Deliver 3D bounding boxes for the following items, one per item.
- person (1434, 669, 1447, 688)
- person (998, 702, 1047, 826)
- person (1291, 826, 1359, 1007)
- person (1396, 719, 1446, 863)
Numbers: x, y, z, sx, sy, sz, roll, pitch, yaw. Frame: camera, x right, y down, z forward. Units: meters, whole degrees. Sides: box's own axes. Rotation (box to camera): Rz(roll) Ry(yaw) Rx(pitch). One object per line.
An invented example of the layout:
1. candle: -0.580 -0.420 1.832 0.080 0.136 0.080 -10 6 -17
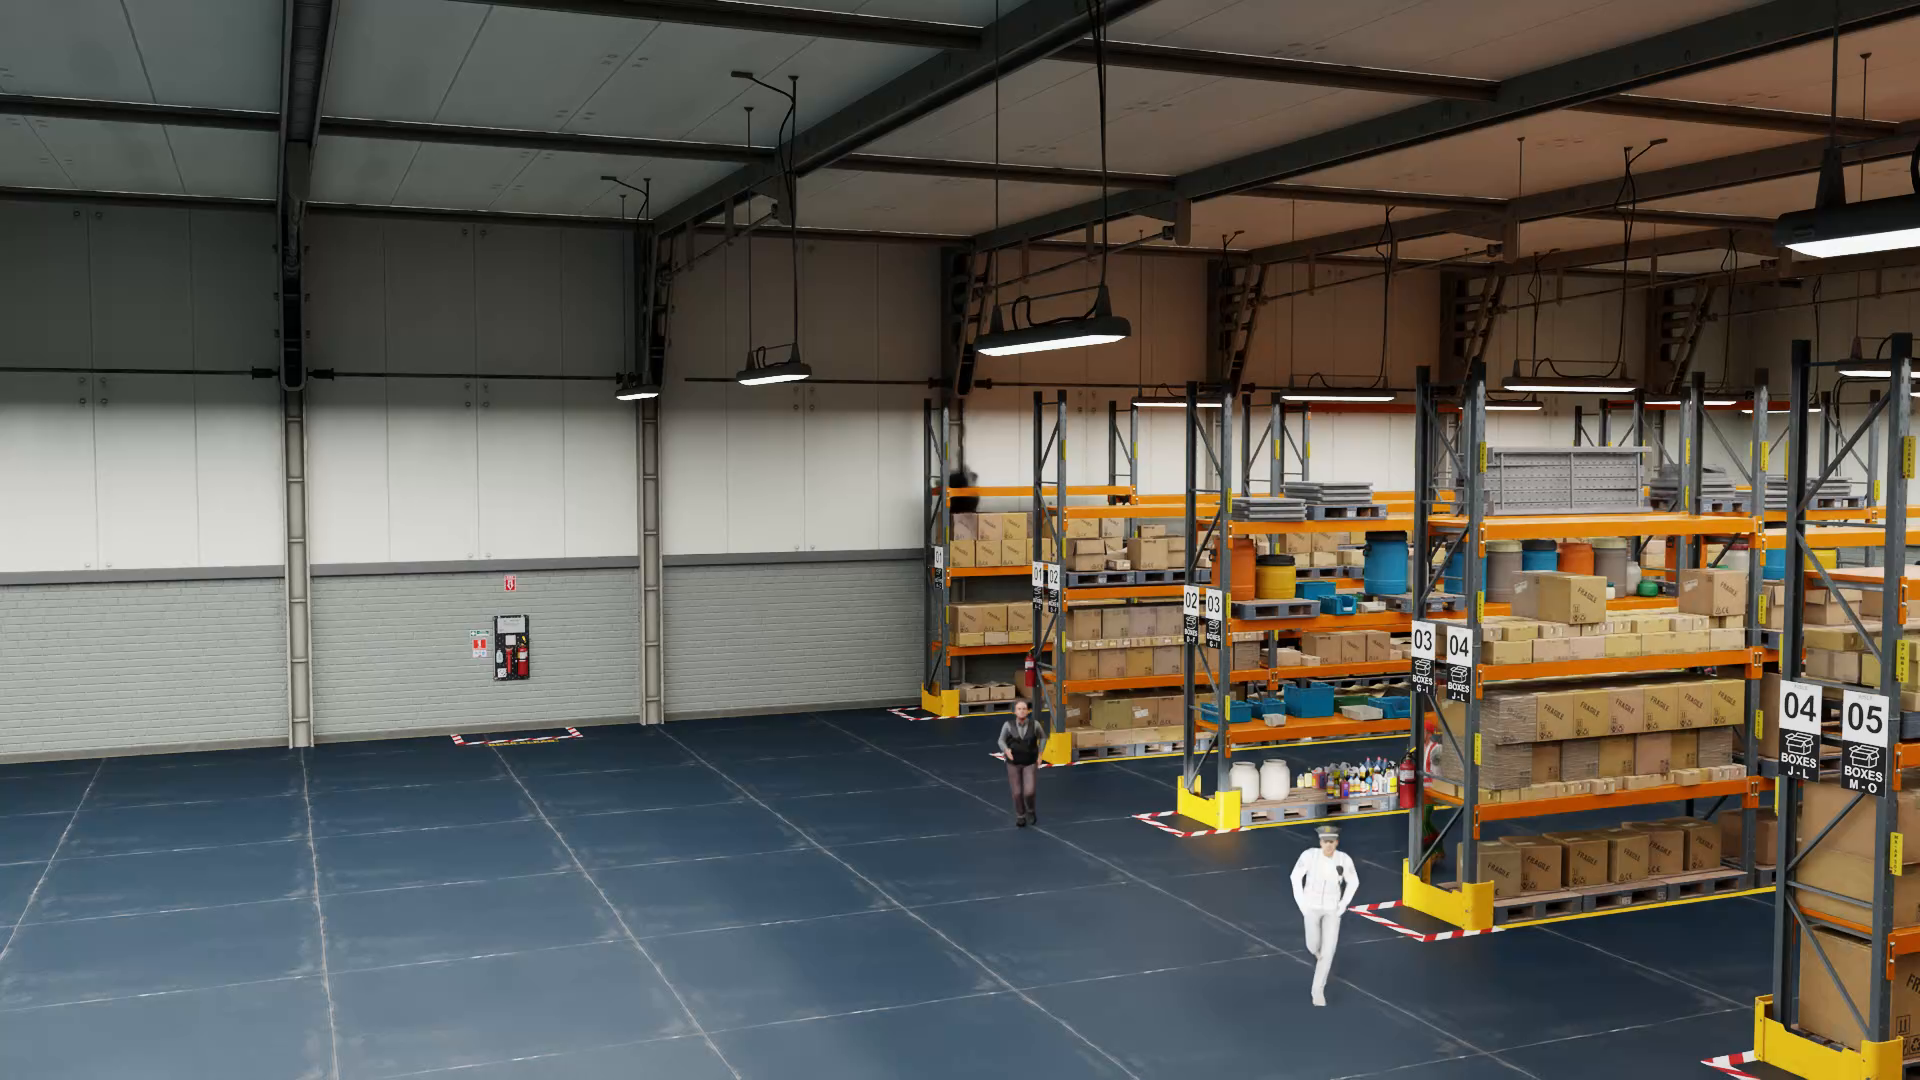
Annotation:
1. person: 9.402 2.440 32.421 0.517 1.655 0.629 -1 4 -24
2. person: 0.825 3.007 22.222 0.655 1.682 0.602 0 3 6
3. person: 3.414 3.444 15.574 0.622 1.667 0.829 1 3 13
4. person: 5.603 3.088 20.091 0.775 1.852 0.664 -2 4 -27
